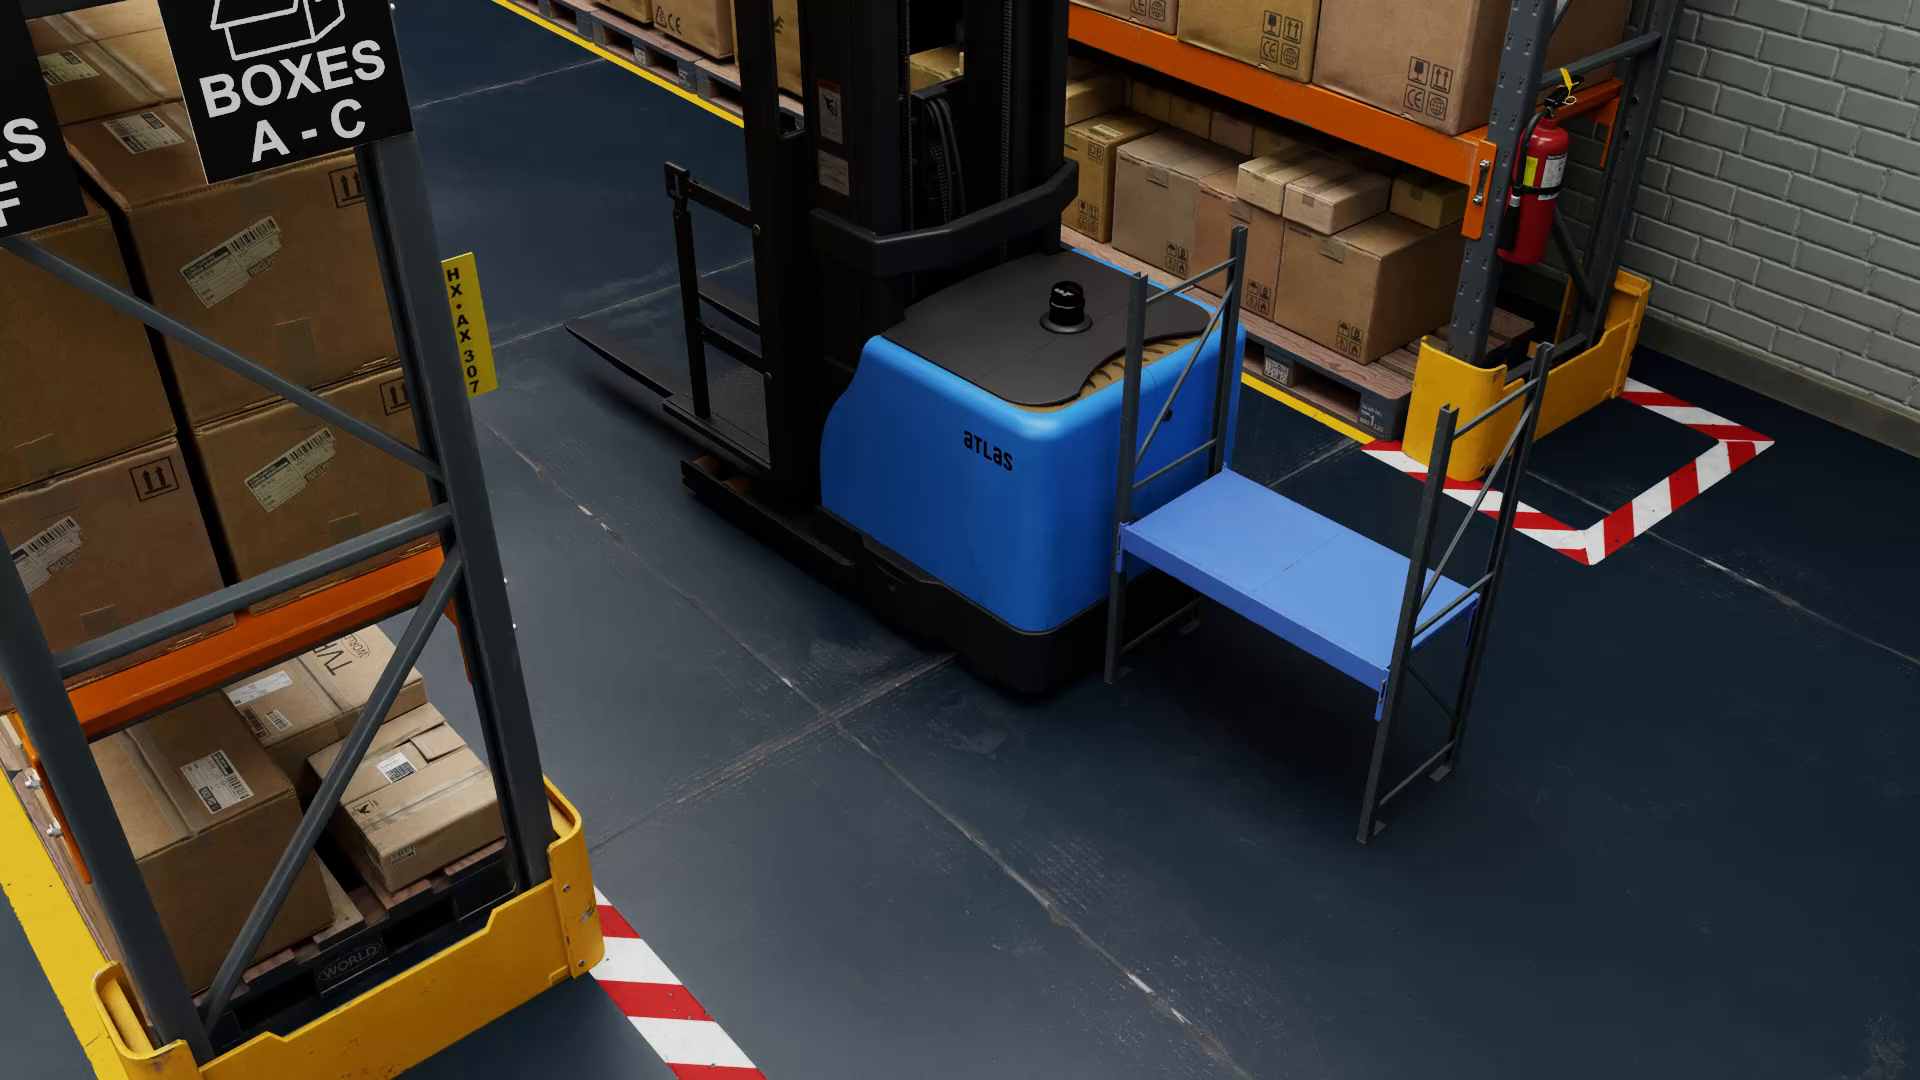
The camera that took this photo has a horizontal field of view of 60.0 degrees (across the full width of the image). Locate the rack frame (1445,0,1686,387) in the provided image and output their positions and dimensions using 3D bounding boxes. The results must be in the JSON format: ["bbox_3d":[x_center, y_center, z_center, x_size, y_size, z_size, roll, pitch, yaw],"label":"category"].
[{"bbox_3d":[2.312,-1.743,6.116,1.000,3.000,0.127,-26,43,-32],"label":"rack frame"}]

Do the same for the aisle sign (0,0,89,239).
[{"bbox_3d":[-1.660,-0.810,2.550,0.394,0.787,0.004,-26,43,-32],"label":"aisle sign"}]

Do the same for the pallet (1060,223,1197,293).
[{"bbox_3d":[0.953,-1.467,8.139,1.003,0.211,1.213,-26,43,-32],"label":"pallet"}]

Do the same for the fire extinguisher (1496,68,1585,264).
[{"bbox_3d":[2.056,-1.321,5.909,0.296,0.674,0.183,-26,43,-32],"label":"fire extinguisher"}]

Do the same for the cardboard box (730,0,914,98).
[{"bbox_3d":[-0.788,-3.042,9.446,0.750,0.750,0.750,-25,43,-31],"label":"cardboard box"}]

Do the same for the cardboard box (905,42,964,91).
[{"bbox_3d":[0.135,-2.292,8.690,0.700,0.500,0.500,-25,43,-31],"label":"cardboard box"}]

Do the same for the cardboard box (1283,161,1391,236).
[{"bbox_3d":[1.561,-1.420,6.897,0.380,0.149,0.250,-27,43,-32],"label":"cardboard box"}]

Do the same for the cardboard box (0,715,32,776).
[{"bbox_3d":[-2.599,0.470,4.990,0.500,0.250,0.500,-26,43,-32],"label":"cardboard box"}]

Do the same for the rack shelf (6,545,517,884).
[{"bbox_3d":[-2.761,-0.483,4.959,1.077,0.370,4.000,-26,43,-32],"label":"rack shelf"}]

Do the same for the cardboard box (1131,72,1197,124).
[{"bbox_3d":[1.034,-2.121,7.888,0.380,0.149,0.250,-27,43,-33],"label":"cardboard box"}]

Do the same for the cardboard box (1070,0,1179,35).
[{"bbox_3d":[1.012,-2.744,7.270,0.980,0.700,0.700,-28,44,-34],"label":"cardboard box"}]

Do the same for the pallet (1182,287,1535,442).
[{"bbox_3d":[1.736,-0.929,7.379,1.003,0.211,1.213,-26,43,-32],"label":"pallet"}]

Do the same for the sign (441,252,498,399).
[{"bbox_3d":[-1.056,-0.450,3.540,0.100,0.325,0.005,-26,43,-32],"label":"sign"}]

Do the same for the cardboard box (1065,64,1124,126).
[{"bbox_3d":[0.553,-2.107,7.868,0.380,0.149,0.250,-27,44,-33],"label":"cardboard box"}]

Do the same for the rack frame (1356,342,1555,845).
[{"bbox_3d":[1.377,0.193,4.680,0.500,1.500,0.032,-29,44,-34],"label":"rack frame"}]

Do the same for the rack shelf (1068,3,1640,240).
[{"bbox_3d":[1.021,-2.332,7.571,1.077,0.370,4.000,-26,43,-32],"label":"rack shelf"}]

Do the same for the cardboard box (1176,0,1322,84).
[{"bbox_3d":[1.497,-2.404,6.789,0.980,0.700,0.700,-26,43,-32],"label":"cardboard box"}]

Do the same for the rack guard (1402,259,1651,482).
[{"bbox_3d":[2.327,-0.712,6.823,1.175,0.500,0.348,-26,43,-32],"label":"rack guard"}]

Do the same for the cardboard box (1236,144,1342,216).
[{"bbox_3d":[1.396,-1.532,7.056,0.380,0.149,0.250,-25,42,-31],"label":"cardboard box"}]

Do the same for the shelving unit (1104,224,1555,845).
[{"bbox_3d":[1.025,-0.019,4.979,0.538,1.500,1.048,-29,44,-34],"label":"shelving unit"}]

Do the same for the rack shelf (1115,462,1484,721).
[{"bbox_3d":[1.025,0.128,5.083,0.538,0.185,1.000,-29,44,-34],"label":"rack shelf"}]

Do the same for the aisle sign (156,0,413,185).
[{"bbox_3d":[-1.202,-1.034,2.865,0.394,0.787,0.004,-26,43,-32],"label":"aisle sign"}]

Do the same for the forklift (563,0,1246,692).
[{"bbox_3d":[-0.432,-1.457,5.771,1.130,2.935,3.031,-29,44,-34],"label":"forklift"}]

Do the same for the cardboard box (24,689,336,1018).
[{"bbox_3d":[-2.009,0.799,4.309,0.500,0.500,0.500,-26,43,-32],"label":"cardboard box"}]

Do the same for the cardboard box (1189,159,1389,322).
[{"bbox_3d":[1.461,-1.387,7.412,0.700,0.500,0.500,-26,43,-32],"label":"cardboard box"}]

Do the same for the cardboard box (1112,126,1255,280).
[{"bbox_3d":[1.135,-1.609,7.726,0.700,0.500,0.500,-28,44,-33],"label":"cardboard box"}]

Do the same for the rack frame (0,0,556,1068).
[{"bbox_3d":[-1.470,0.106,3.505,1.000,3.000,0.127,-26,43,-32],"label":"rack frame"}]

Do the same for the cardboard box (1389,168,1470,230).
[{"bbox_3d":[2.017,-1.450,6.941,0.380,0.149,0.250,-26,43,-31],"label":"cardboard box"}]

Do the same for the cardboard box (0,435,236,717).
[{"bbox_3d":[-1.967,-0.031,3.612,0.500,0.500,0.500,-25,42,-30],"label":"cardboard box"}]

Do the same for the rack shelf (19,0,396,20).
[{"bbox_3d":[-2.761,-1.707,4.092,1.077,0.370,4.000,-26,43,-32],"label":"rack shelf"}]

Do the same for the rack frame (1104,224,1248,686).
[{"bbox_3d":[0.673,-0.231,5.278,0.500,1.500,0.032,-29,44,-34],"label":"rack frame"}]

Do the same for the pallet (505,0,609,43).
[{"bbox_3d":[-2.400,-3.761,11.378,1.003,0.211,1.213,-26,43,-32],"label":"pallet"}]

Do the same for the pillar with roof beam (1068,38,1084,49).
[{"bbox_3d":[-2.446,-4.365,4.628,9.100,9.000,0.400,-26,43,-32],"label":"pillar with roof beam"}]

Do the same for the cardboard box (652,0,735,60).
[{"bbox_3d":[-1.364,-3.433,9.999,0.750,0.750,0.750,-25,42,-30],"label":"cardboard box"}]

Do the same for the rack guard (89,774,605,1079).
[{"bbox_3d":[-1.519,1.093,4.275,1.175,0.500,0.348,-26,43,-32],"label":"rack guard"}]

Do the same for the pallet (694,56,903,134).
[{"bbox_3d":[-0.825,-2.684,9.857,1.003,0.211,1.213,-26,43,-32],"label":"pallet"}]

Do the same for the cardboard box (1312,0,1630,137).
[{"bbox_3d":[1.975,-2.087,6.342,0.980,0.700,0.700,-24,42,-30],"label":"cardboard box"}]

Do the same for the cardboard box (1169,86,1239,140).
[{"bbox_3d":[1.197,-2.009,7.730,0.380,0.149,0.250,-26,43,-31],"label":"cardboard box"}]

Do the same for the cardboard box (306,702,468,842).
[{"bbox_3d":[-1.639,0.659,4.794,0.380,0.166,0.250,-26,43,-32],"label":"cardboard box"}]

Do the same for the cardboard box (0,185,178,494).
[{"bbox_3d":[-1.967,-0.437,3.319,0.500,0.500,0.500,-26,43,-32],"label":"cardboard box"}]

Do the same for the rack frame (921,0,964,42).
[{"bbox_3d":[-0.270,-3.509,8.609,1.000,3.000,0.127,-26,43,-32],"label":"rack frame"}]

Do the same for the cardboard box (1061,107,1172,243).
[{"bbox_3d":[0.786,-1.841,8.054,0.700,0.500,0.500,-25,42,-31],"label":"cardboard box"}]

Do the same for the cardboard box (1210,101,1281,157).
[{"bbox_3d":[1.364,-1.896,7.570,0.380,0.149,0.250,-25,42,-31],"label":"cardboard box"}]

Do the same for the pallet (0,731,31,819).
[{"bbox_3d":[-2.818,0.321,5.615,1.003,0.211,1.213,-26,43,-32],"label":"pallet"}]

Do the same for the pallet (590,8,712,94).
[{"bbox_3d":[-1.617,-3.223,10.618,1.003,0.211,1.213,-26,43,-32],"label":"pallet"}]

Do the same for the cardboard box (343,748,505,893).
[{"bbox_3d":[-1.478,0.777,4.644,0.380,0.149,0.250,-26,43,-32],"label":"cardboard box"}]

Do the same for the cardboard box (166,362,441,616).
[{"bbox_3d":[-1.555,-0.229,3.891,0.500,0.500,0.500,-25,42,-31],"label":"cardboard box"}]

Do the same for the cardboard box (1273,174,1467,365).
[{"bbox_3d":[1.783,-1.166,7.101,0.700,0.500,0.500,-26,43,-32],"label":"cardboard box"}]

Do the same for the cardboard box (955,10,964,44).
[{"bbox_3d":[0.193,-2.695,8.698,0.380,0.149,0.250,-26,43,-32],"label":"cardboard box"}]

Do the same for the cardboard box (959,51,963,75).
[{"bbox_3d":[0.216,-2.337,8.193,0.380,0.149,0.250,-24,42,-30],"label":"cardboard box"}]

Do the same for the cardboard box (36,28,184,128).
[{"bbox_3d":[-1.898,-0.865,3.924,0.500,0.500,0.500,-26,43,-31],"label":"cardboard box"}]

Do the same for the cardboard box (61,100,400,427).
[{"bbox_3d":[-1.555,-0.637,3.602,0.500,0.500,0.500,-25,42,-30],"label":"cardboard box"}]

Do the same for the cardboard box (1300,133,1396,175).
[{"bbox_3d":[1.689,-1.674,7.256,0.380,0.149,0.250,-26,43,-32],"label":"cardboard box"}]

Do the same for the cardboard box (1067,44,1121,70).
[{"bbox_3d":[0.705,-2.347,8.206,0.380,0.149,0.250,-28,44,-33],"label":"cardboard box"}]

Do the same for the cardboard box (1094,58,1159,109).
[{"bbox_3d":[0.867,-2.235,8.048,0.380,0.149,0.250,-26,43,-31],"label":"cardboard box"}]

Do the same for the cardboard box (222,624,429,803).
[{"bbox_3d":[-1.927,0.482,4.972,0.500,0.250,0.500,-26,43,-32],"label":"cardboard box"}]

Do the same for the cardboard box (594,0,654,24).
[{"bbox_3d":[-1.916,-3.806,10.526,0.750,0.750,0.750,-26,43,-32],"label":"cardboard box"}]

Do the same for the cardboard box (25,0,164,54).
[{"bbox_3d":[-2.217,-1.088,4.239,0.500,0.500,0.500,-25,42,-31],"label":"cardboard box"}]

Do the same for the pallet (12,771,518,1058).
[{"bbox_3d":[-2.034,0.859,4.855,1.003,0.211,1.213,-26,43,-32],"label":"pallet"}]

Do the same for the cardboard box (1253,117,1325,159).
[{"bbox_3d":[1.528,-1.784,7.412,0.380,0.149,0.250,-26,43,-31],"label":"cardboard box"}]
